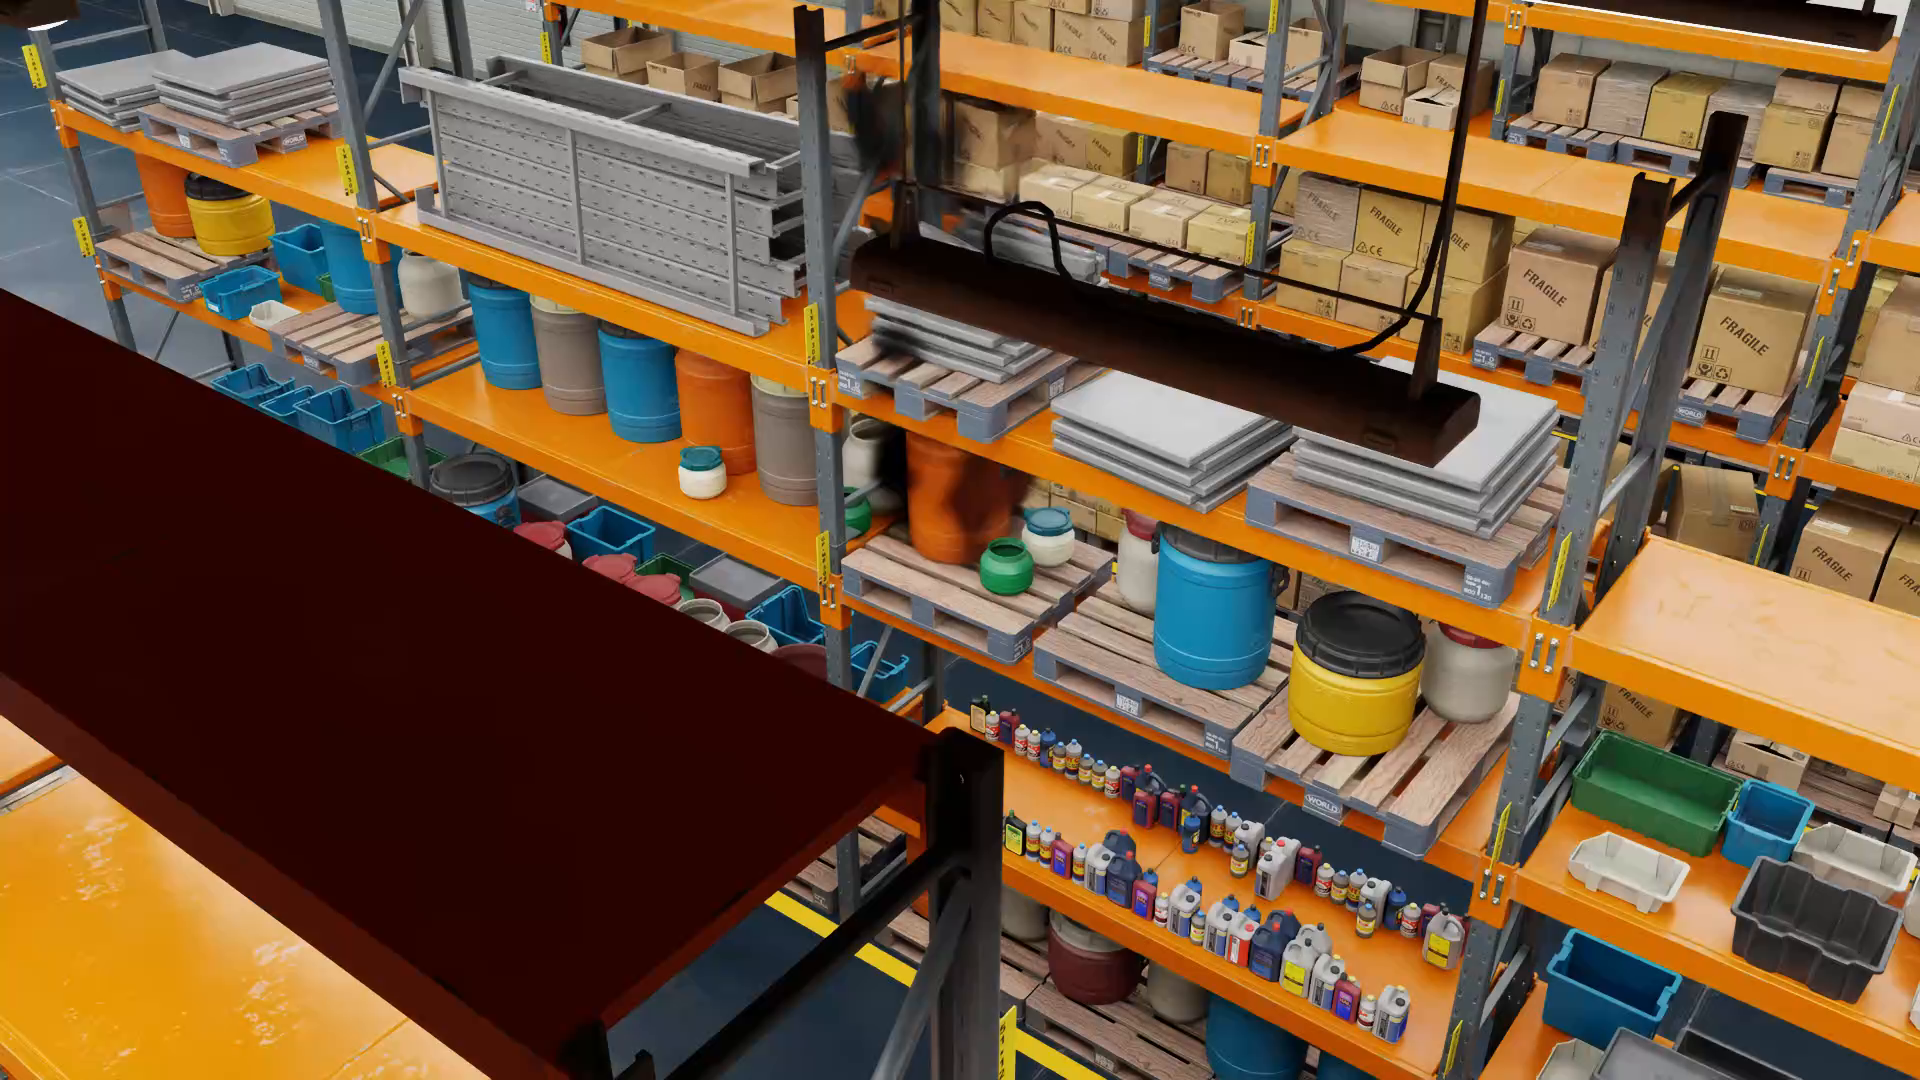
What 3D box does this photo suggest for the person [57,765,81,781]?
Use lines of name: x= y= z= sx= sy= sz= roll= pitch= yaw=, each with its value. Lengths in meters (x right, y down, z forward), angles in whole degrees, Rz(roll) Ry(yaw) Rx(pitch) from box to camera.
person: x=-5.887 y=1.664 z=10.860 sx=0.739 sy=1.824 sz=0.667 roll=22 pitch=38 yaw=31
